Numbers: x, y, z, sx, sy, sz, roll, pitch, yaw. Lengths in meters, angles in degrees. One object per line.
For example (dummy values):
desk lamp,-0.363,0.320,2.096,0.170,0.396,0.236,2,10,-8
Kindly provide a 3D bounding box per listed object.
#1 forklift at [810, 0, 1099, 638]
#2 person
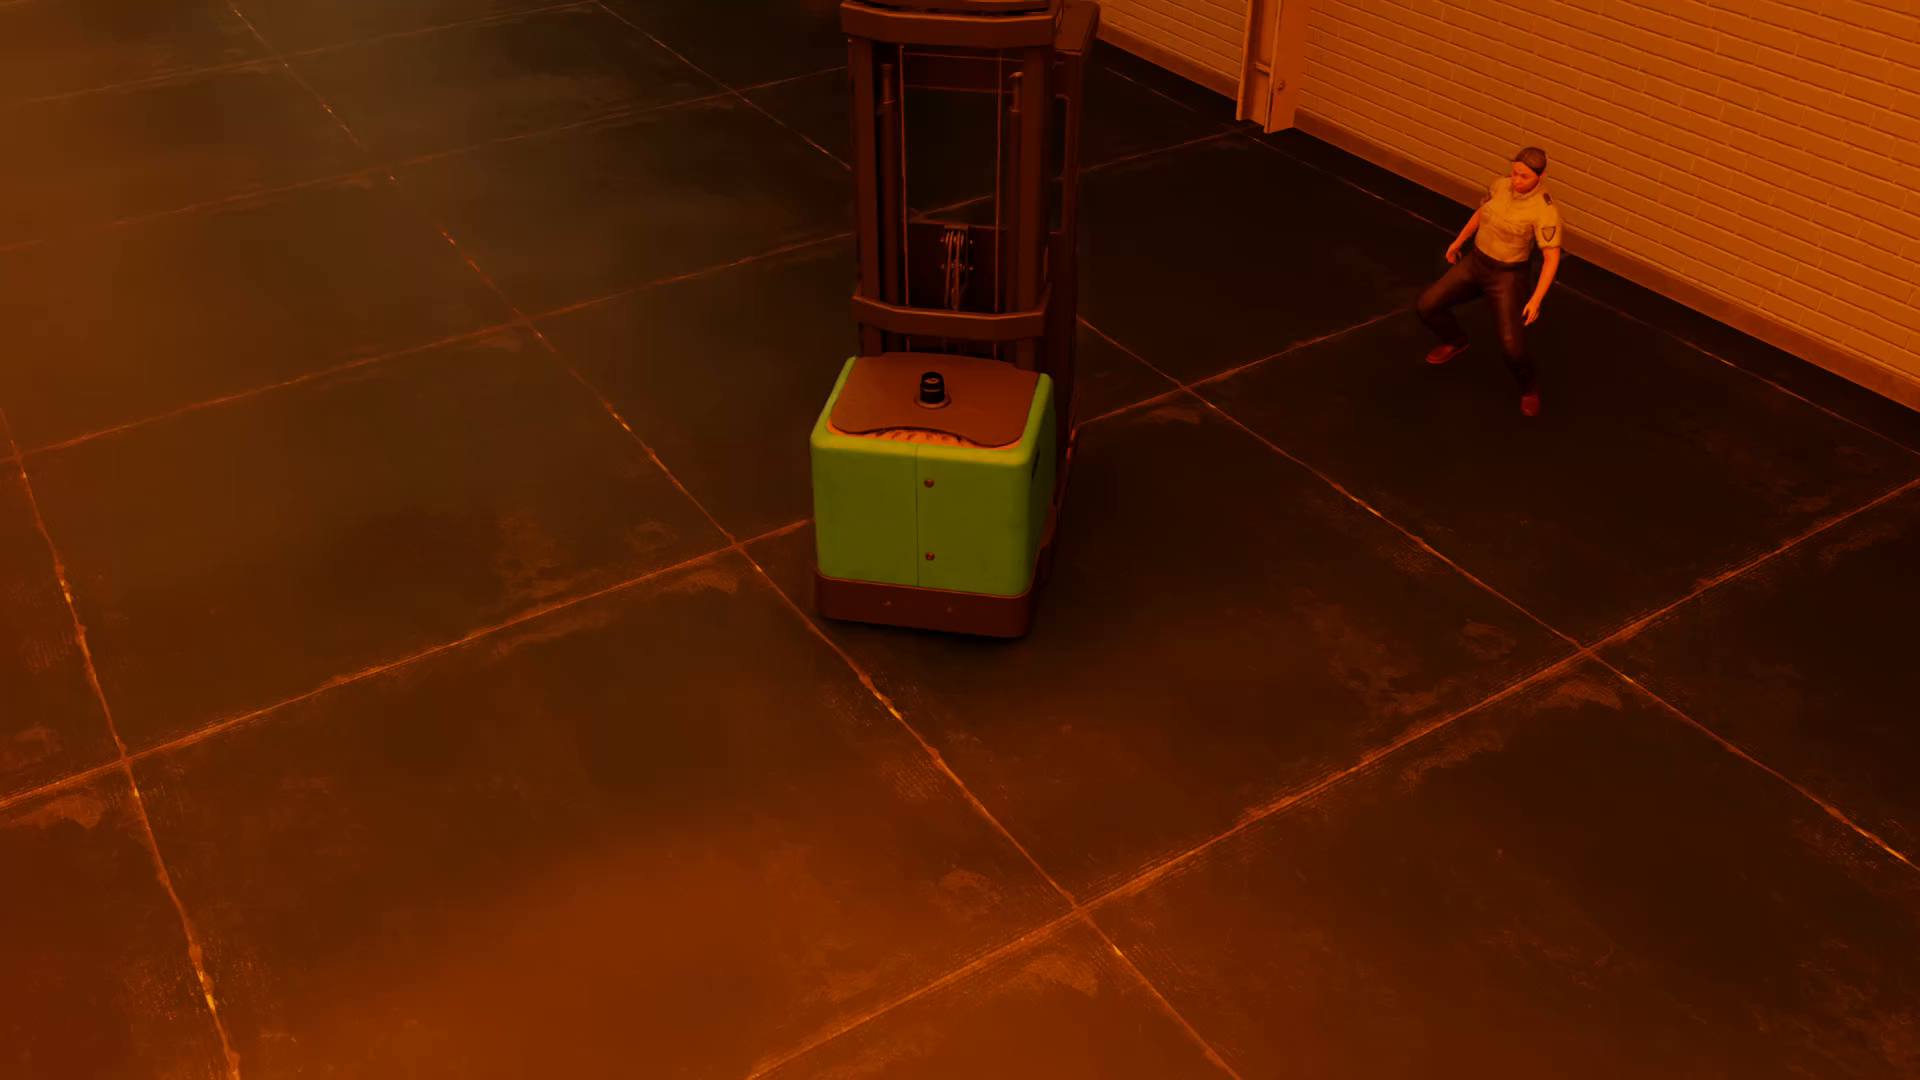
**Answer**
forklift,0.067,-1.574,8.387,1.130,2.935,3.031,6,36,8
person,3.092,-1.529,9.553,0.587,1.553,0.863,-16,38,-21
